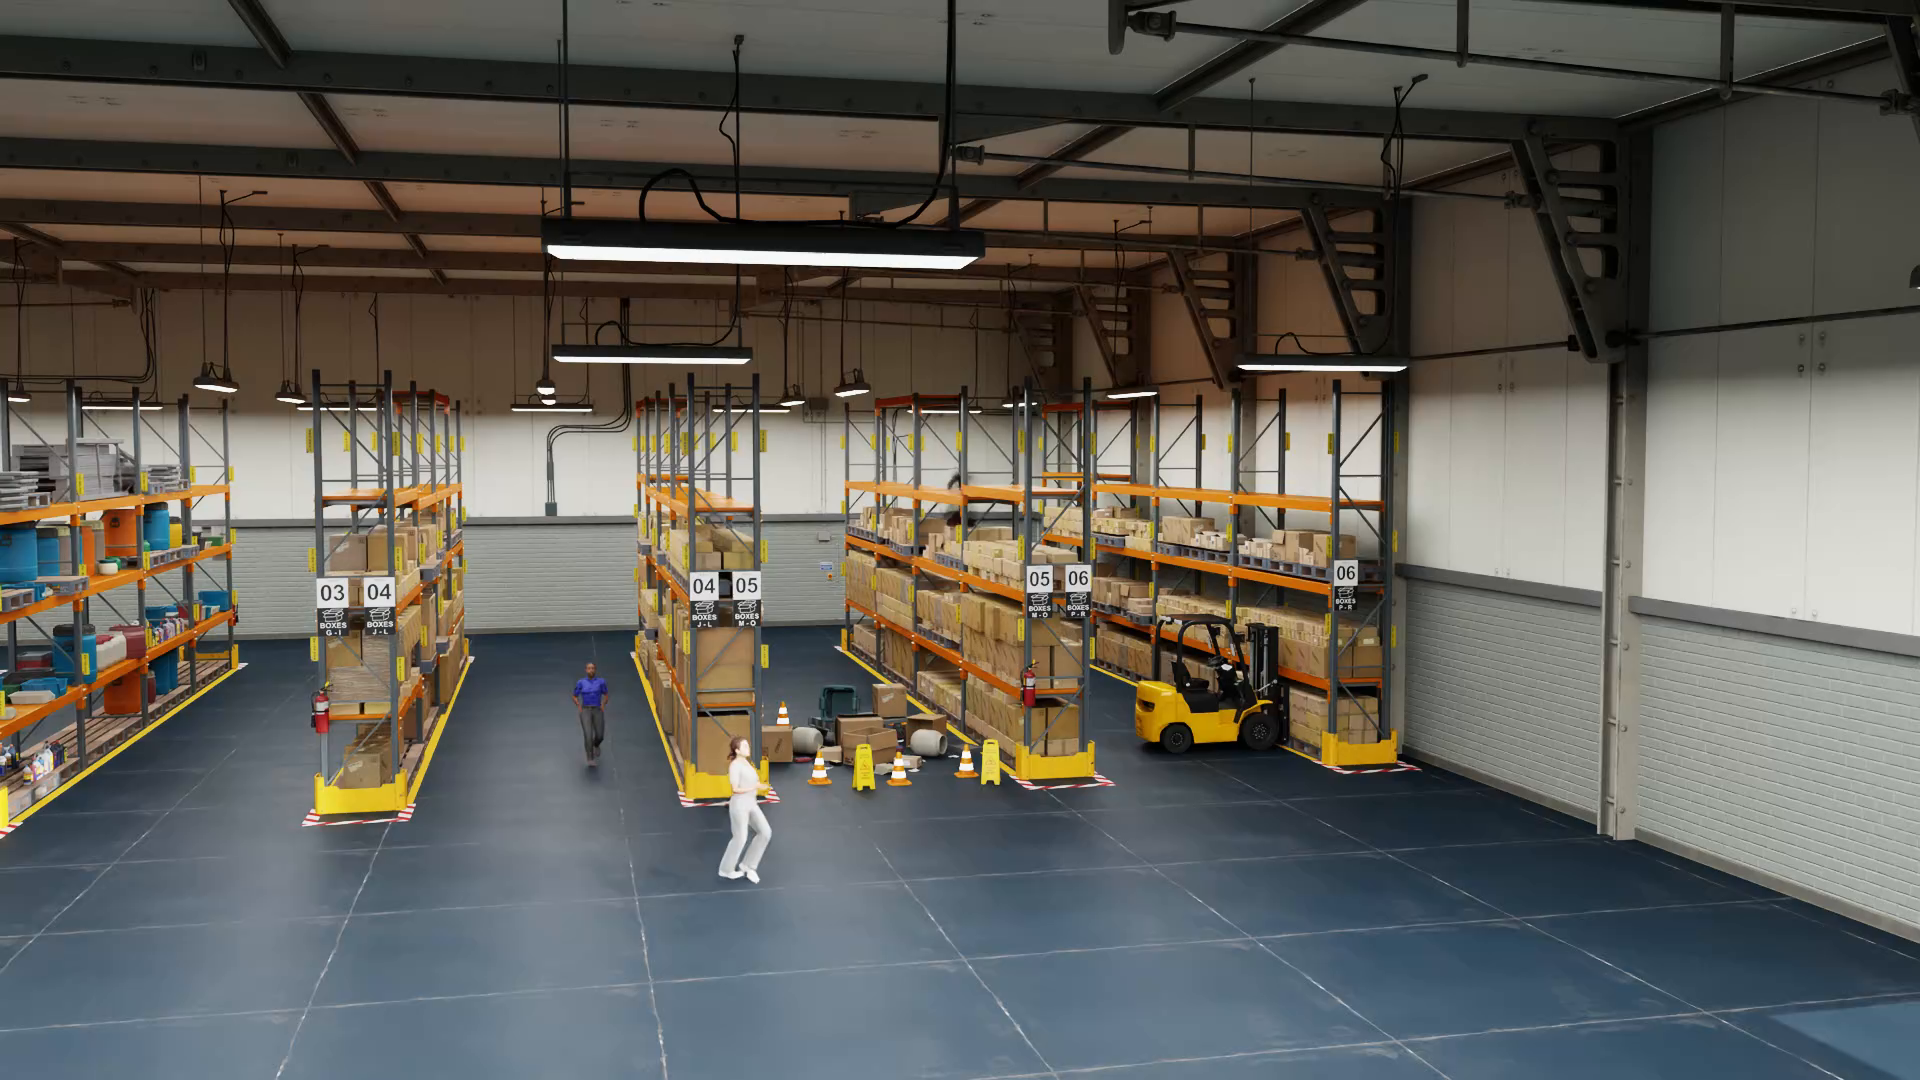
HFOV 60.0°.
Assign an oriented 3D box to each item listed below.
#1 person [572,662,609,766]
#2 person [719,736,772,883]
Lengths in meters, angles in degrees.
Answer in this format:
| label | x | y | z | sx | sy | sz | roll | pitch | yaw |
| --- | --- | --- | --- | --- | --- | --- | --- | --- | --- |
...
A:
| label | x | y | z | sx | sy | sz | roll | pitch | yaw |
| --- | --- | --- | --- | --- | --- | --- | --- | --- | --- |
| person | -5.758 | 2.705 | 25.947 | 0.574 | 1.592 | 0.566 | -1 | 3 | -17 |
| person | -2.445 | 3.079 | 18.941 | 0.663 | 1.695 | 0.545 | 1 | 4 | 21 |
